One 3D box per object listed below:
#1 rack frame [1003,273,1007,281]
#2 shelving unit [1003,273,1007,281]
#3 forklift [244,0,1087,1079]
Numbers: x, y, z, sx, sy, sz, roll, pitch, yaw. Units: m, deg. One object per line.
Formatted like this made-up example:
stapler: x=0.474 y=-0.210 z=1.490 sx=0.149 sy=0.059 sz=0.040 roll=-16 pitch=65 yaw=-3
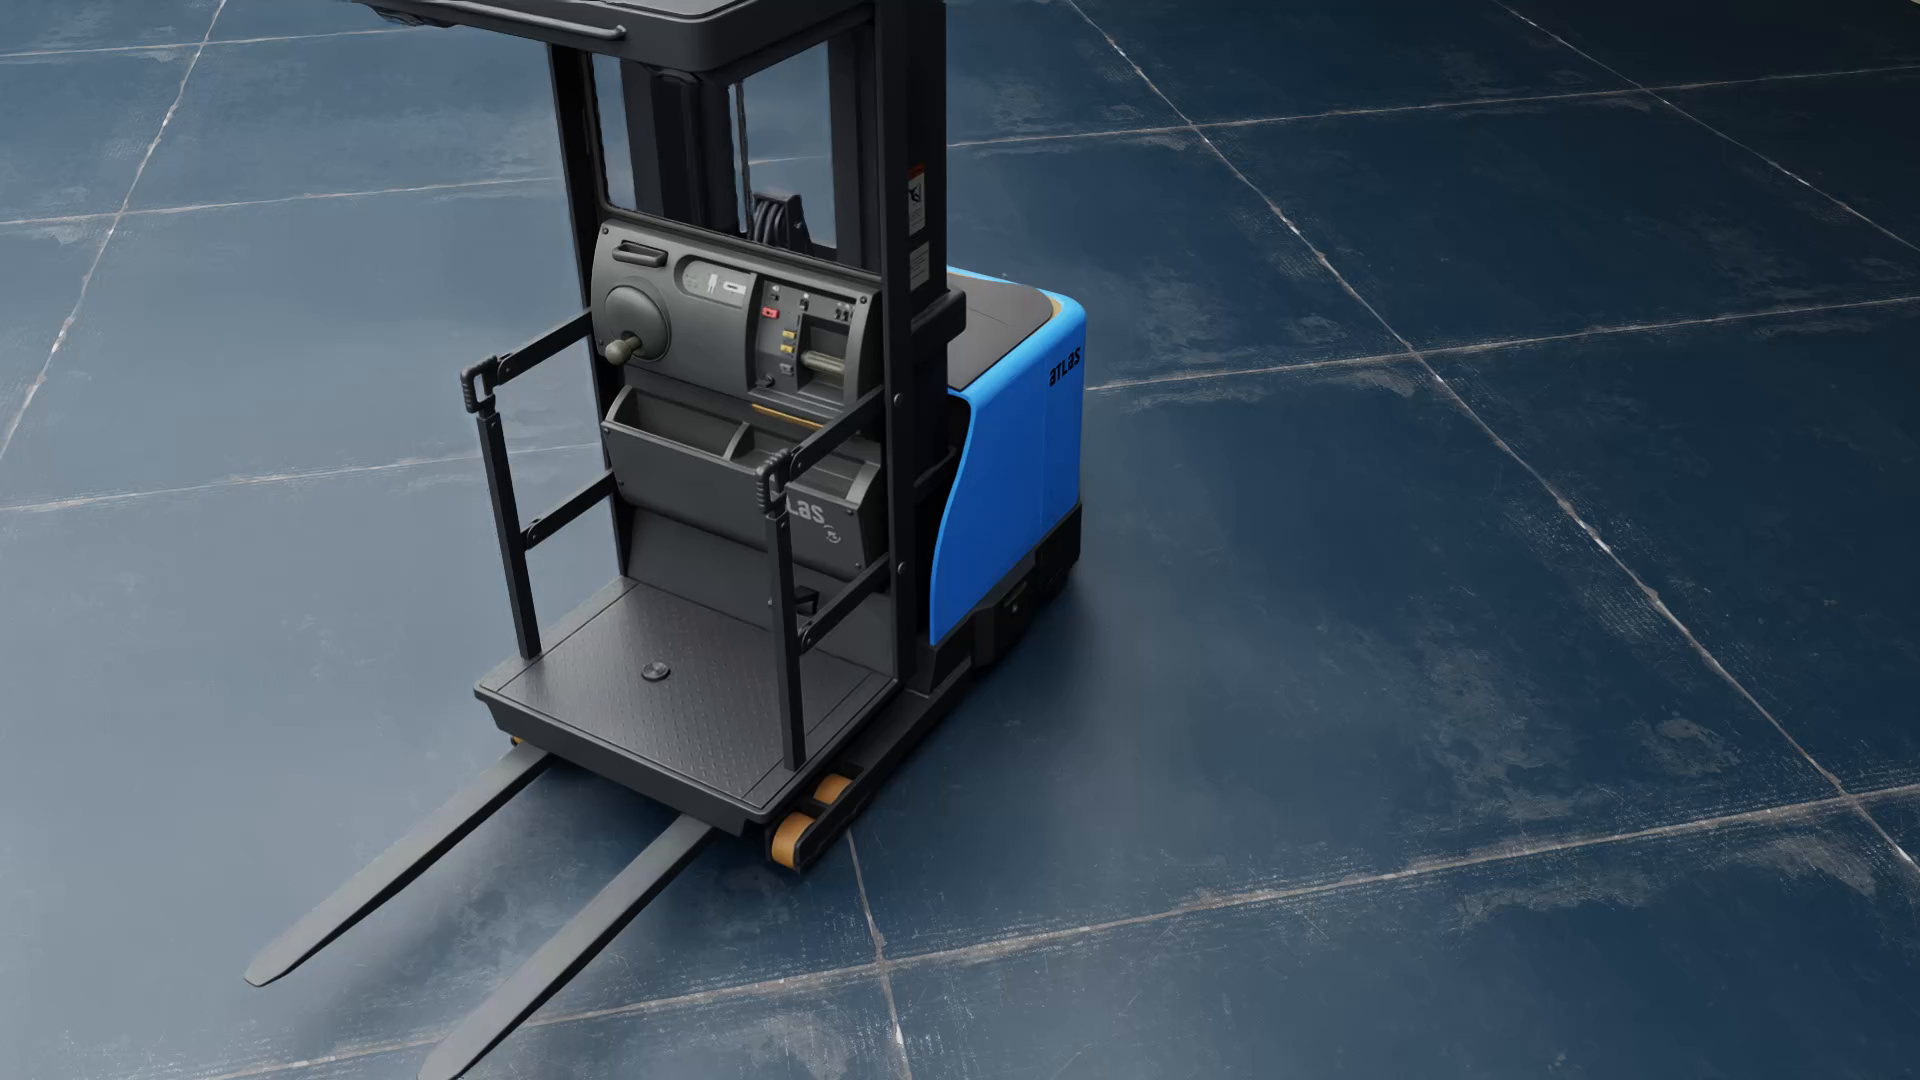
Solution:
rack frame: x=0.207 y=-0.540 z=6.248 sx=0.006 sy=0.900 sz=0.240 roll=-13 pitch=36 yaw=-19
shelving unit: x=0.114 y=-0.518 z=6.215 sx=0.210 sy=0.900 sz=0.258 roll=-13 pitch=36 yaw=-19
forklift: x=-0.752 y=-0.555 z=4.447 sx=1.130 sy=2.935 sz=3.031 roll=18 pitch=38 yaw=25
